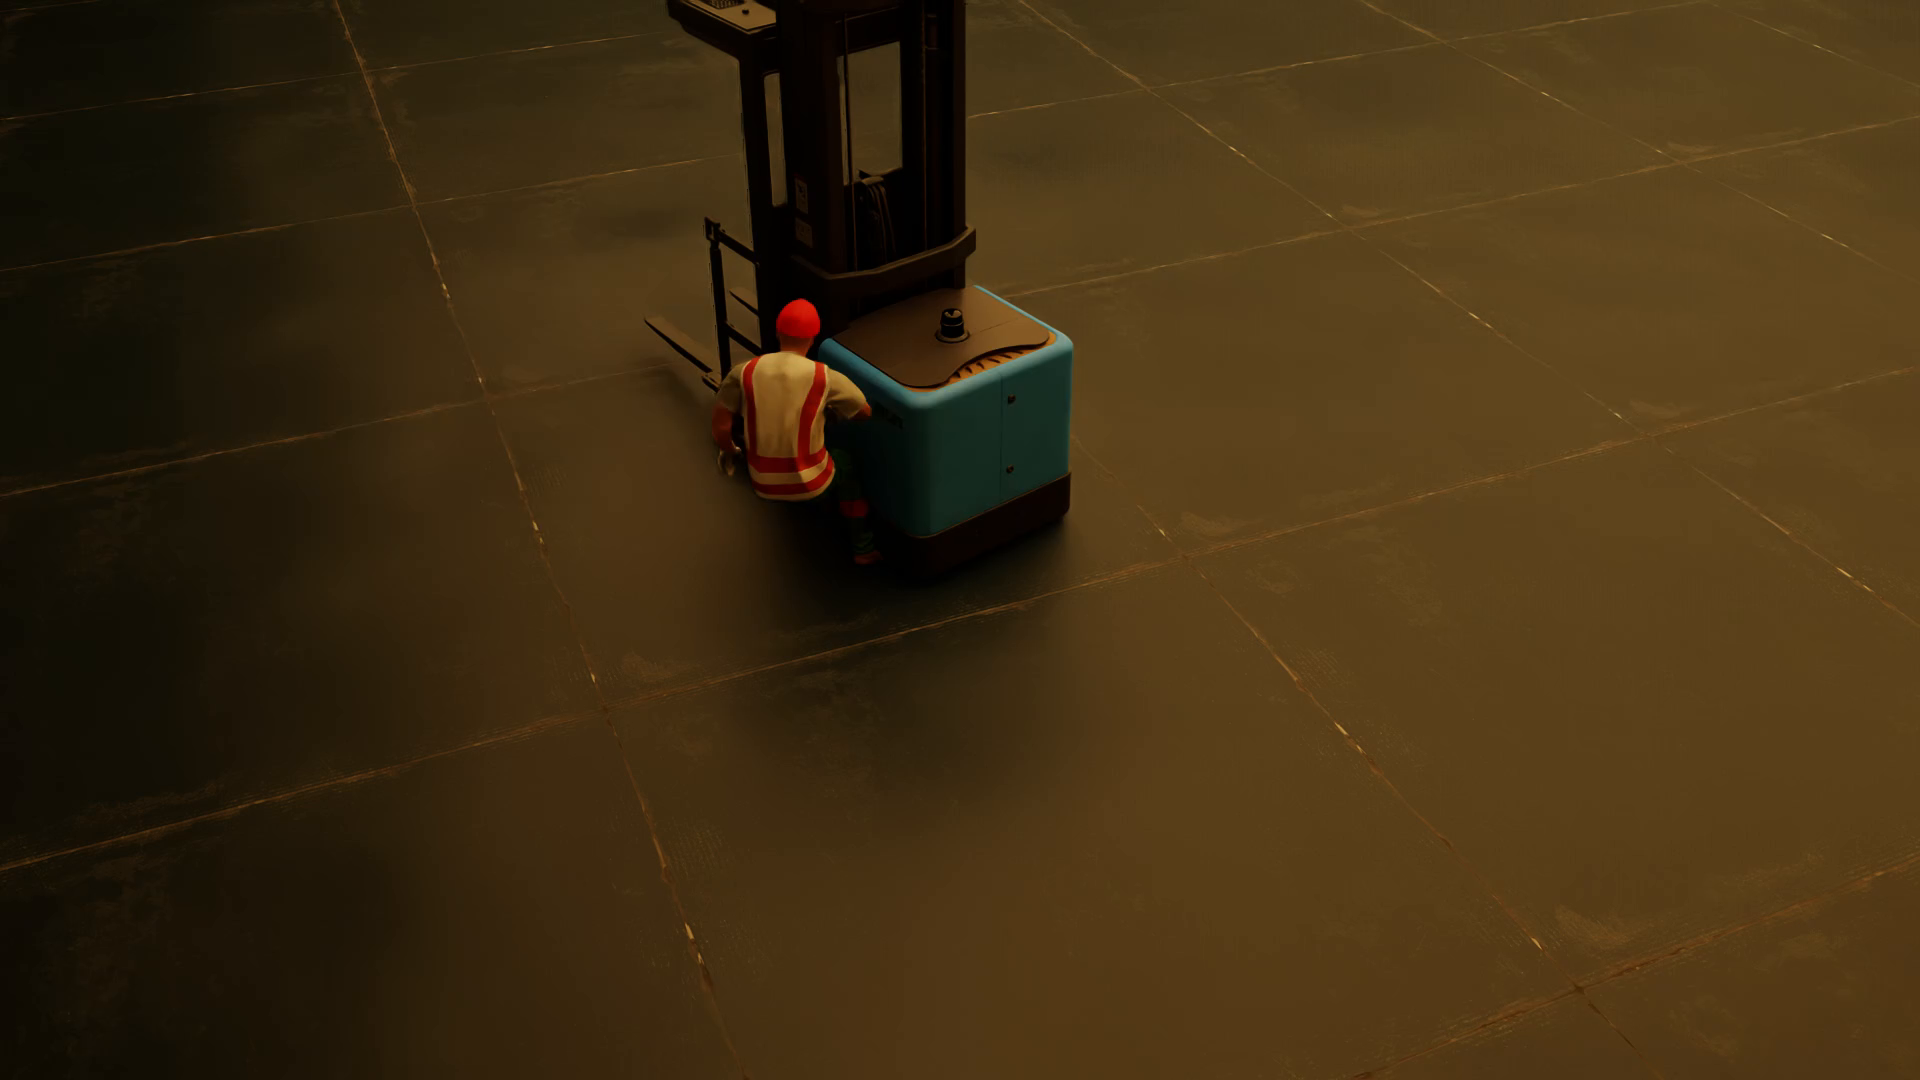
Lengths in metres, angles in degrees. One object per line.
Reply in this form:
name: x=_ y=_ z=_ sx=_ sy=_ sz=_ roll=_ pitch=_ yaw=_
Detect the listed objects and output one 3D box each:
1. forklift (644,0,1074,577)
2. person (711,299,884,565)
forklift: x=-0.730 y=-1.803 z=8.634 sx=1.130 sy=2.935 sz=3.031 roll=-25 pitch=42 yaw=-30
person: x=-0.747 y=-0.515 z=8.117 sx=0.800 sy=1.547 sz=0.935 roll=5 pitch=36 yaw=7
